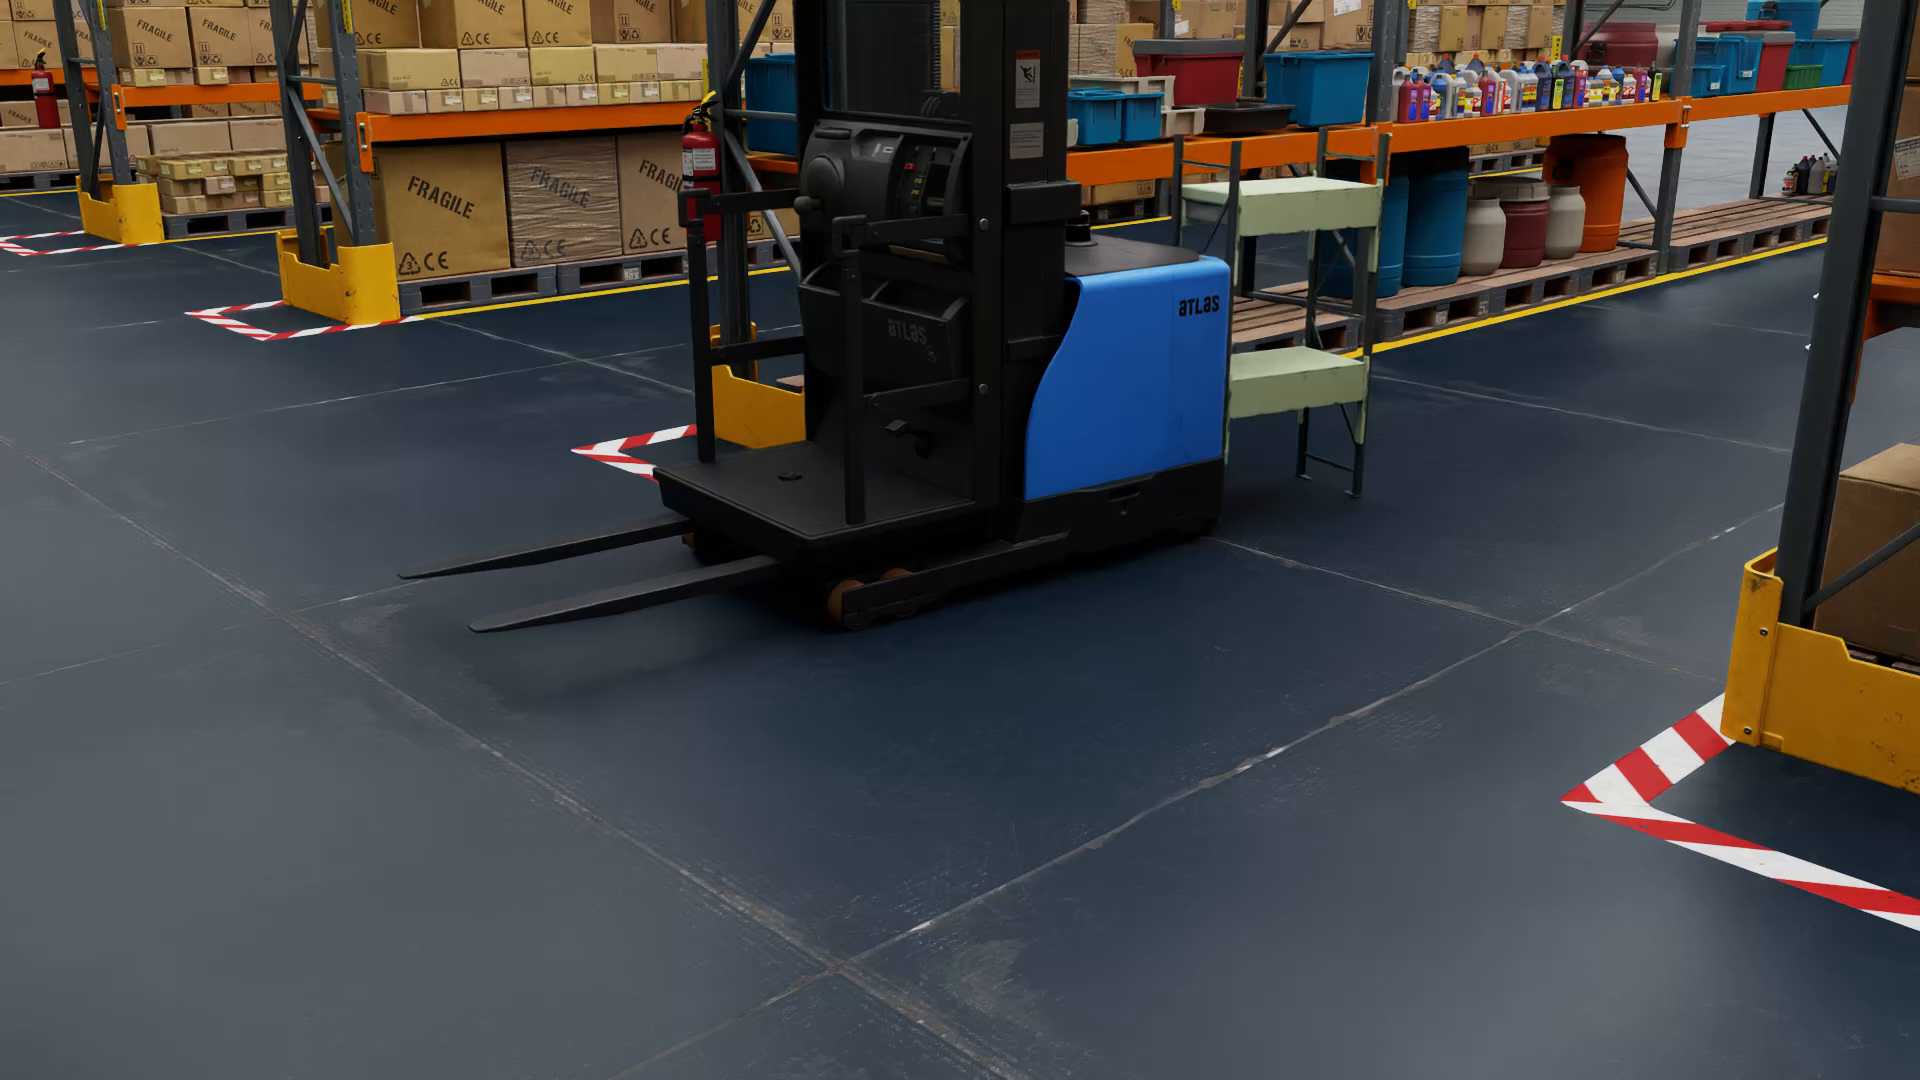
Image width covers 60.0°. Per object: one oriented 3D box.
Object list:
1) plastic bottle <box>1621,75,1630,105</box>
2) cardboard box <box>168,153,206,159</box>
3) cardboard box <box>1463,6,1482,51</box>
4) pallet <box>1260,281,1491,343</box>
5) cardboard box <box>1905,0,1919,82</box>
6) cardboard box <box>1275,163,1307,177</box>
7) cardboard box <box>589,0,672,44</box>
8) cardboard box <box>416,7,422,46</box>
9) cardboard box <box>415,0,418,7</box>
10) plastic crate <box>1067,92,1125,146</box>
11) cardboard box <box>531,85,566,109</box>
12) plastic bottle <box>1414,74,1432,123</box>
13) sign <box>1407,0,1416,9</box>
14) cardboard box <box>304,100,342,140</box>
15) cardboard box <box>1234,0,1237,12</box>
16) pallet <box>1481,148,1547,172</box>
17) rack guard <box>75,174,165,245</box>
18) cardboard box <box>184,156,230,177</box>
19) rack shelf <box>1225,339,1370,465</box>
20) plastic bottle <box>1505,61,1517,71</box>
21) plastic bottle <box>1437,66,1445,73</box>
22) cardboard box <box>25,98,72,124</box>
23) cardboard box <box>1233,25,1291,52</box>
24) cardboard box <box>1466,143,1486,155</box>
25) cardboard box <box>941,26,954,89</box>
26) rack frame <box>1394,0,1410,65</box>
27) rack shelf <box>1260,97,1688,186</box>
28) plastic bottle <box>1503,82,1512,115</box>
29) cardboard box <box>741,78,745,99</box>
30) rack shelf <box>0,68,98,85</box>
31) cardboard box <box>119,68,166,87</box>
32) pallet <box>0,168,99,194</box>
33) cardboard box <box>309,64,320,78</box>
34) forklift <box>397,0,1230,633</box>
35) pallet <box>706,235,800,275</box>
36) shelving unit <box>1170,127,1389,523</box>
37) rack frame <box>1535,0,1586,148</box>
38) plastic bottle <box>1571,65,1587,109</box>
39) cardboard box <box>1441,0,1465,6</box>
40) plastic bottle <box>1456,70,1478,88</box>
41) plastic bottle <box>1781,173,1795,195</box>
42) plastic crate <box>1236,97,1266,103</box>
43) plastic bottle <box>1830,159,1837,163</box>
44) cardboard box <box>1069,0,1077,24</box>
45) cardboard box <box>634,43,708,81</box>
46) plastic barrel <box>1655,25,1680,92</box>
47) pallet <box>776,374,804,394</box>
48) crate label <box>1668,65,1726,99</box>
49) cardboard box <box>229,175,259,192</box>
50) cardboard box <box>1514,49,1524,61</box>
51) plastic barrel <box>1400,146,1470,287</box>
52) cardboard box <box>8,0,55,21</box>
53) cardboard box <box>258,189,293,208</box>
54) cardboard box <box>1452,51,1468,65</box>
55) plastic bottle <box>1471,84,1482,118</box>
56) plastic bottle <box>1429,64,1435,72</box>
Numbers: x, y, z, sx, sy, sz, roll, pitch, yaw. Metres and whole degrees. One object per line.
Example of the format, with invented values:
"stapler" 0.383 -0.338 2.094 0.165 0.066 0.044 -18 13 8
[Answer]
"plastic bottle" 4.705 -3.201 11.817 0.097 0.201 0.097 0 18 0
"cardboard box" -7.077 -3.451 15.241 0.250 0.149 0.380 -16 24 -40
"cardboard box" 5.595 -6.022 19.549 0.500 0.500 0.875 -16 24 -41
"pallet" 2.723 -1.547 10.914 1.213 0.211 1.003 -16 24 -41
"cardboard box" 2.763 -1.440 4.279 0.500 0.500 0.500 -17 24 -41
"cardboard box" 3.318 -4.204 17.927 0.700 0.500 0.500 15 23 39
"cardboard box" -2.530 -3.998 12.497 0.500 0.500 0.500 17 25 42
"cardboard box" -5.138 -4.876 16.015 0.500 0.500 0.500 -17 25 -42
"cardboard box" -5.131 -5.356 15.875 0.500 0.500 0.500 17 25 42
"plastic crate" 0.590 -2.078 8.205 0.300 0.233 0.416 -16 24 -41
"cardboard box" -2.945 -3.082 11.533 0.250 0.149 0.380 -17 24 -42
"plastic bottle" 2.791 -2.674 10.058 0.133 0.283 0.061 -16 24 -41
"sign" 4.928 -5.952 18.101 0.005 0.325 0.100 -16 24 -41
"cardboard box" -7.682 -5.389 21.005 0.875 0.875 0.875 -15 23 -39
"cardboard box" 3.484 -7.883 23.940 0.550 0.550 0.875 -16 24 -41
"pallet" 6.781 -4.865 21.149 1.213 0.211 1.003 -16 24 -41
"rack guard" -7.454 -2.942 14.747 0.348 0.500 1.175 -16 24 -41
"cardboard box" -6.778 -3.362 14.966 0.250 0.149 0.380 -16 24 -40
"rack shelf" 1.273 -0.582 6.906 0.720 0.370 0.431 -10 20 -27
"plastic bottle" 4.039 -3.376 12.223 0.133 0.283 0.061 -16 24 -41
"plastic bottle" 3.301 -3.121 11.457 0.097 0.271 0.097 0 18 0
"cardboard box" -12.485 -5.826 22.961 0.700 0.500 0.500 17 24 42
"cardboard box" 3.014 -5.109 16.941 0.500 0.250 0.500 17 25 42
"cardboard box" 6.107 -4.991 20.388 0.500 0.500 0.500 -14 22 -36
"cardboard box" -0.398 -4.025 13.874 0.500 0.500 0.500 -16 24 -41
"rack frame" 4.544 -5.525 18.660 0.127 3.000 1.000 -16 24 -41
"rack shelf" 3.587 -2.801 11.427 4.000 0.370 1.077 -16 24 -41
"plastic bottle" 3.508 -2.852 10.740 0.097 0.201 0.097 0 18 0
"cardboard box" -1.826 -3.408 12.541 0.250 0.149 0.380 -16 24 -40
"rack shelf" -9.531 -5.284 19.086 4.000 0.370 1.077 -16 24 -41
"cardboard box" -7.049 -3.990 14.336 0.250 0.149 0.380 -17 24 -41
"pallet" -10.457 -4.063 18.674 1.213 0.211 1.003 -16 24 -41
"cardboard box" -5.950 -4.332 15.391 0.250 0.149 0.380 -15 23 -39
"forklift" -0.437 -1.277 5.671 3.031 2.935 1.130 -13 22 -35
"pallet" -1.875 -2.359 13.419 1.213 0.211 1.003 -16 24 -41
"shelving unit" 1.273 -0.892 6.805 0.755 1.500 0.431 -10 20 -27
"rack frame" 7.451 -6.372 21.275 0.127 3.000 1.000 -16 24 -41
"plastic bottle" 4.209 -3.088 11.335 0.133 0.283 0.061 -16 24 -41
"cardboard box" 5.408 -6.334 18.891 0.500 0.500 0.500 -16 24 -41
"plastic bottle" 3.301 -2.903 10.777 0.135 0.276 0.152 -16 24 -41
"plastic bottle" 7.997 -3.439 16.053 0.097 0.201 0.097 0 18 0
"plastic crate" 1.698 -2.556 9.835 0.243 0.136 0.396 -16 24 -41
"plastic bottle" 8.712 -3.672 16.649 0.135 0.276 0.152 -16 24 -40
"cardboard box" 0.620 -4.913 14.985 0.637 0.503 0.797 -16 24 -40
"cardboard box" -2.154 -3.529 12.266 0.500 0.250 0.500 -16 24 -40
"plastic barrel" 5.641 -3.886 13.425 0.421 0.512 0.421 0 18 0
"pallet" -0.146 -0.711 8.337 1.213 0.211 1.003 -16 24 -41
"crate label" 5.604 -3.493 12.665 0.416 0.233 0.303 -16 24 -41
"cardboard box" -6.598 -3.270 15.167 0.250 0.149 0.380 -16 24 -40
"cardboard box" 6.655 -5.935 20.335 0.250 0.149 0.380 -16 24 -41
"plastic barrel" 3.056 -2.182 11.074 0.708 0.901 0.600 -16 24 -41
"cardboard box" -10.069 -5.875 17.957 0.500 0.500 0.500 -17 25 -42
"cardboard box" -6.338 -3.155 15.294 0.250 0.149 0.380 -16 24 -40
"cardboard box" 5.645 -5.591 19.274 0.250 0.149 0.380 -16 24 -41
"plastic bottle" 3.243 -2.775 10.502 0.097 0.201 0.097 0 18 0
"plastic bottle" 3.233 -3.141 11.498 0.133 0.283 0.061 -16 24 -41
